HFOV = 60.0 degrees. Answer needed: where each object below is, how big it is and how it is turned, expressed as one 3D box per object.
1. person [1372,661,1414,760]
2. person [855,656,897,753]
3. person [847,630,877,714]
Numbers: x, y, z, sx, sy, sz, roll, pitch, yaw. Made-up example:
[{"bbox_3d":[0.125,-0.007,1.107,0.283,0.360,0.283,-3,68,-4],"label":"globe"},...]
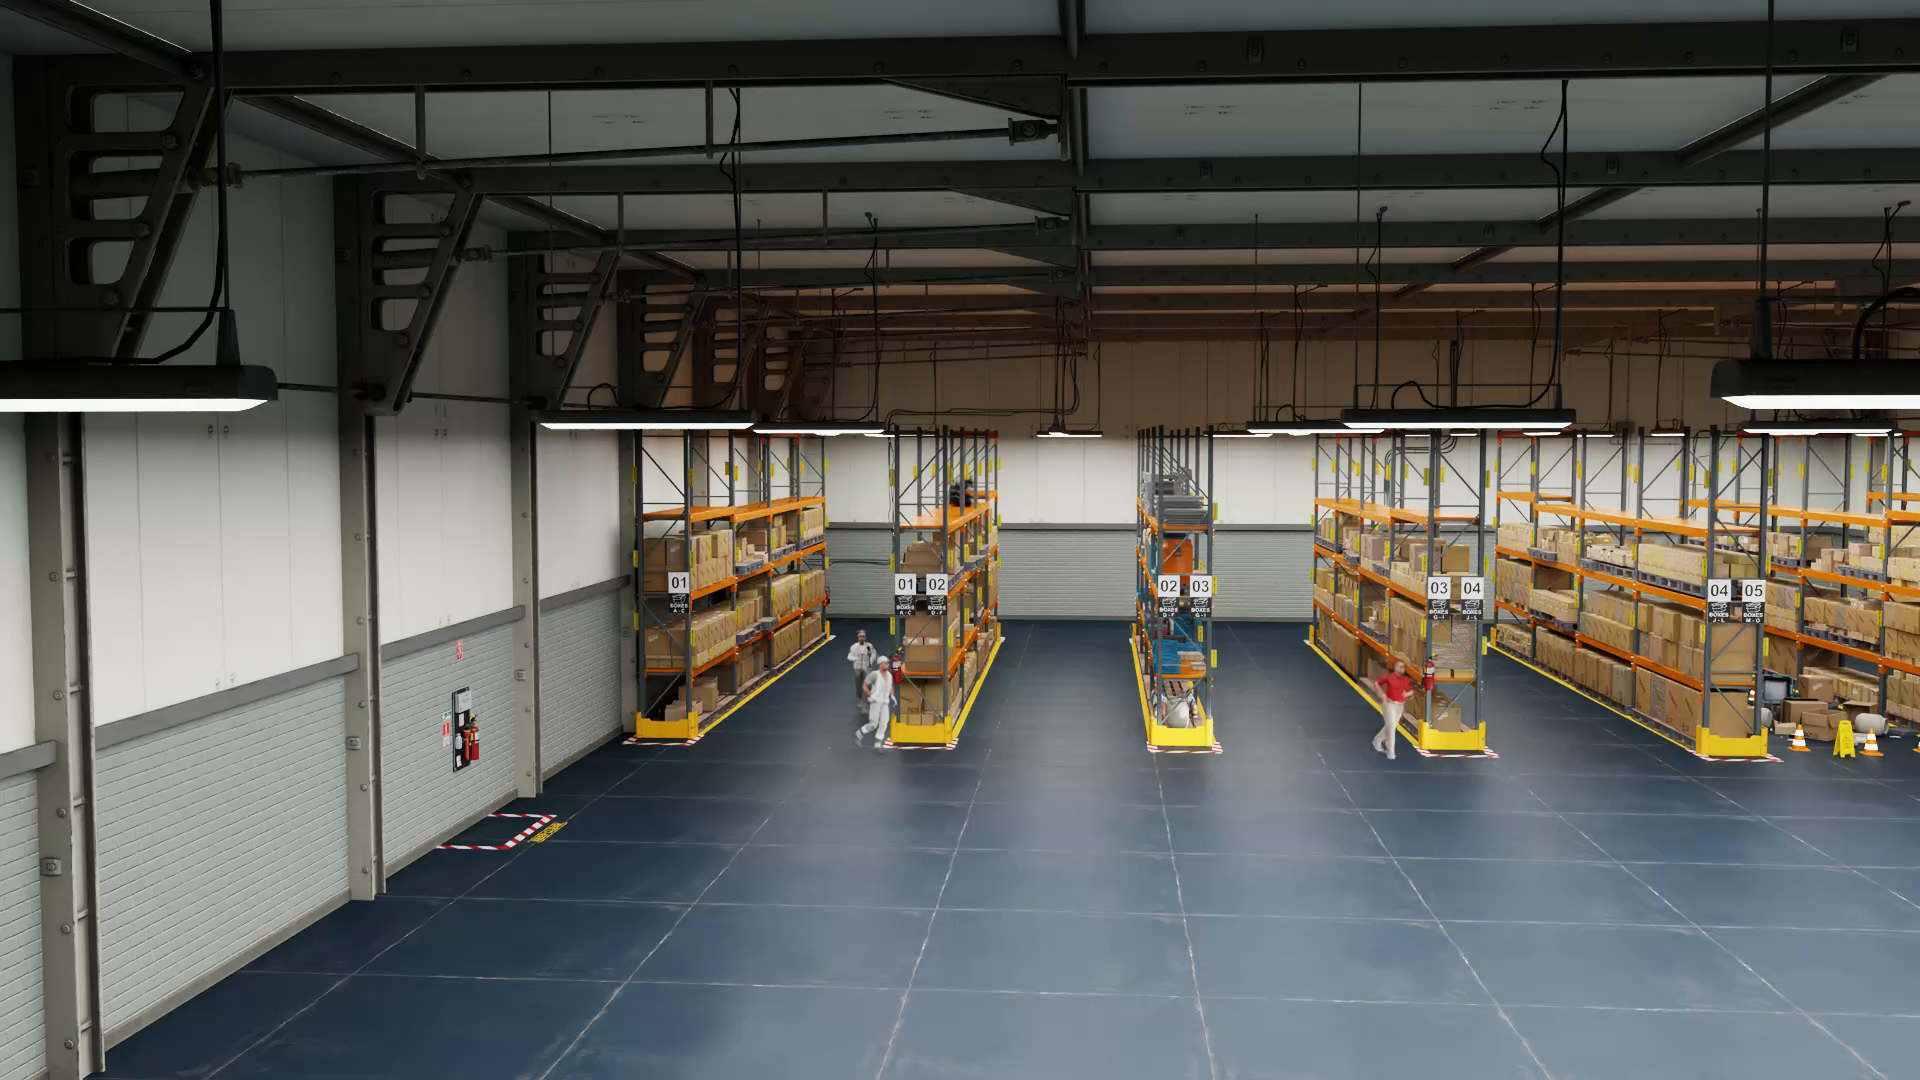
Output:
[{"bbox_3d":[7.897,3.077,30.213,0.676,1.774,0.857,-1,4,-21],"label":"person"},{"bbox_3d":[-1.490,3.010,30.672,0.724,1.752,0.746,-3,5,-42],"label":"person"},{"bbox_3d":[-2.069,2.753,35.096,0.610,1.721,0.782,0,3,-2],"label":"person"}]
